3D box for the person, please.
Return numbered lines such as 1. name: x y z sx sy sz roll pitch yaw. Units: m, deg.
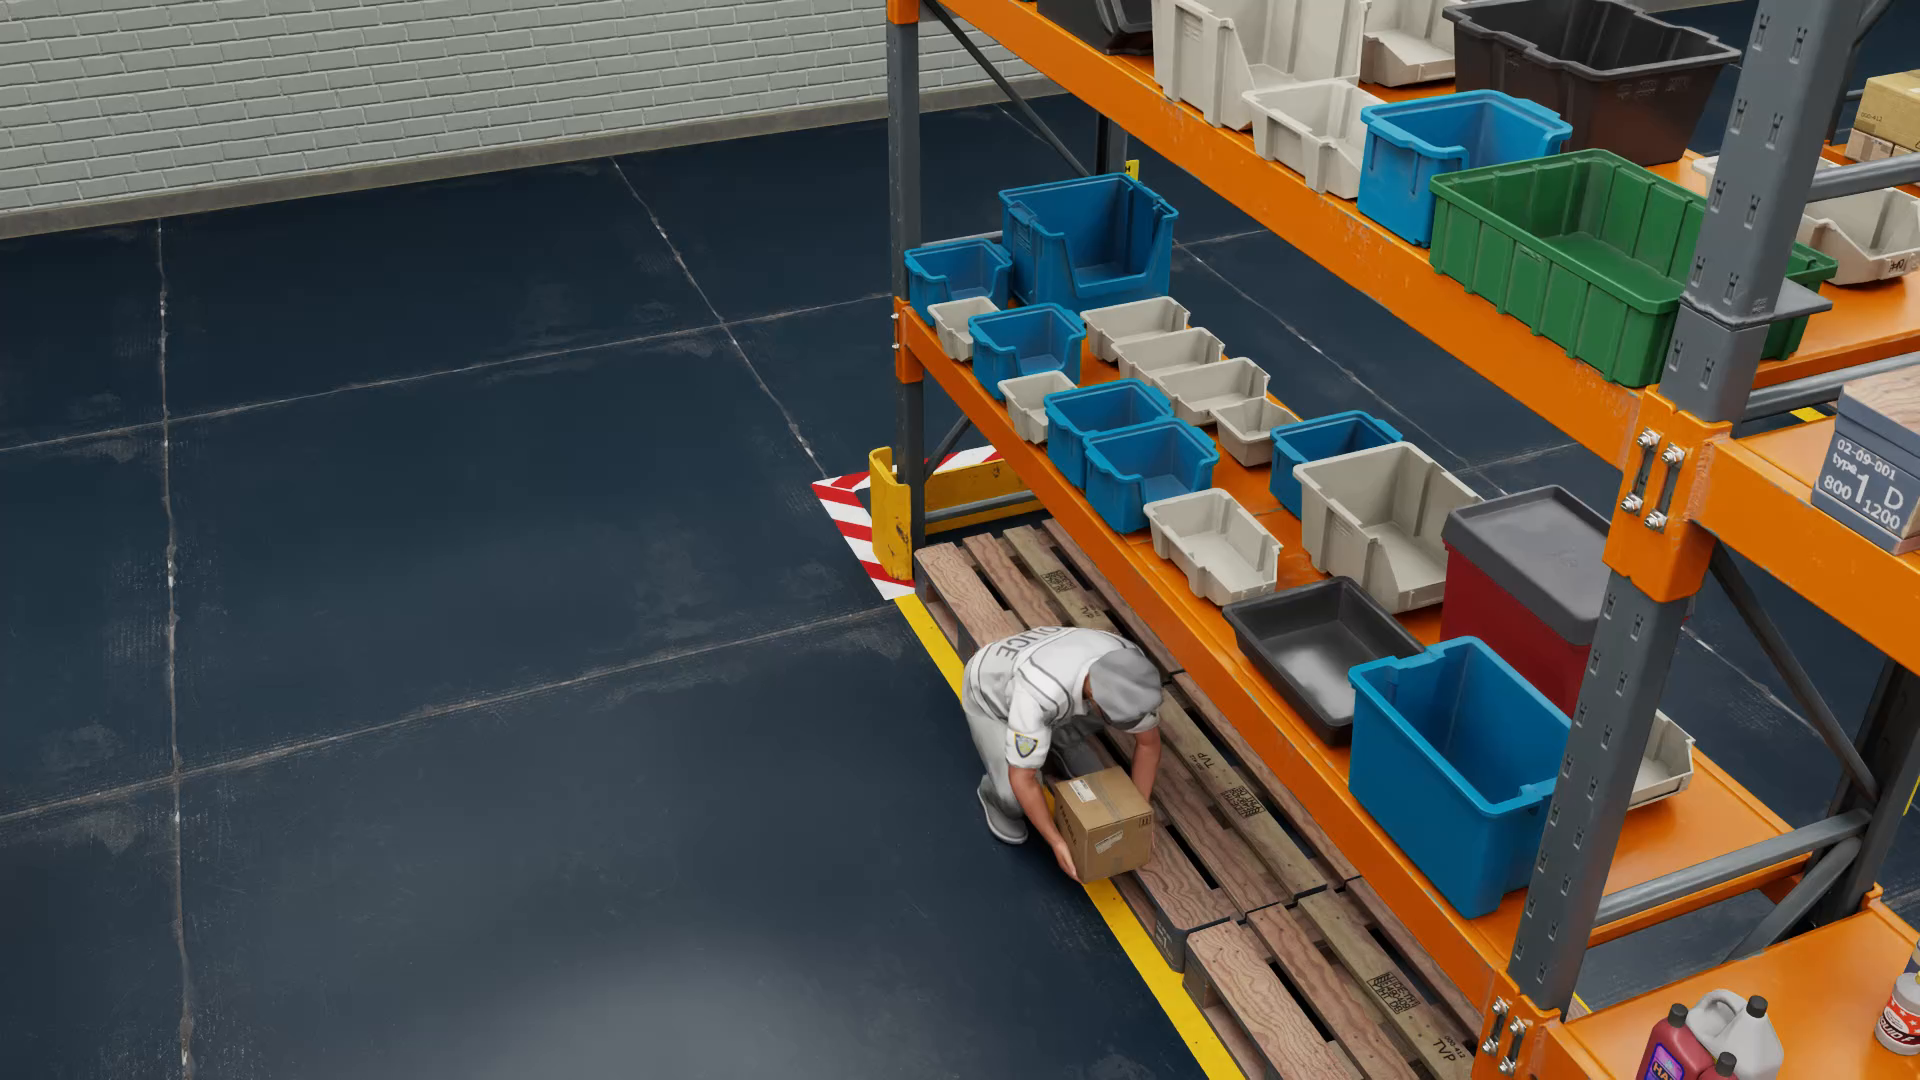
1. person: 0.364 0.650 5.849 0.582 0.988 0.907 -13 35 -19
